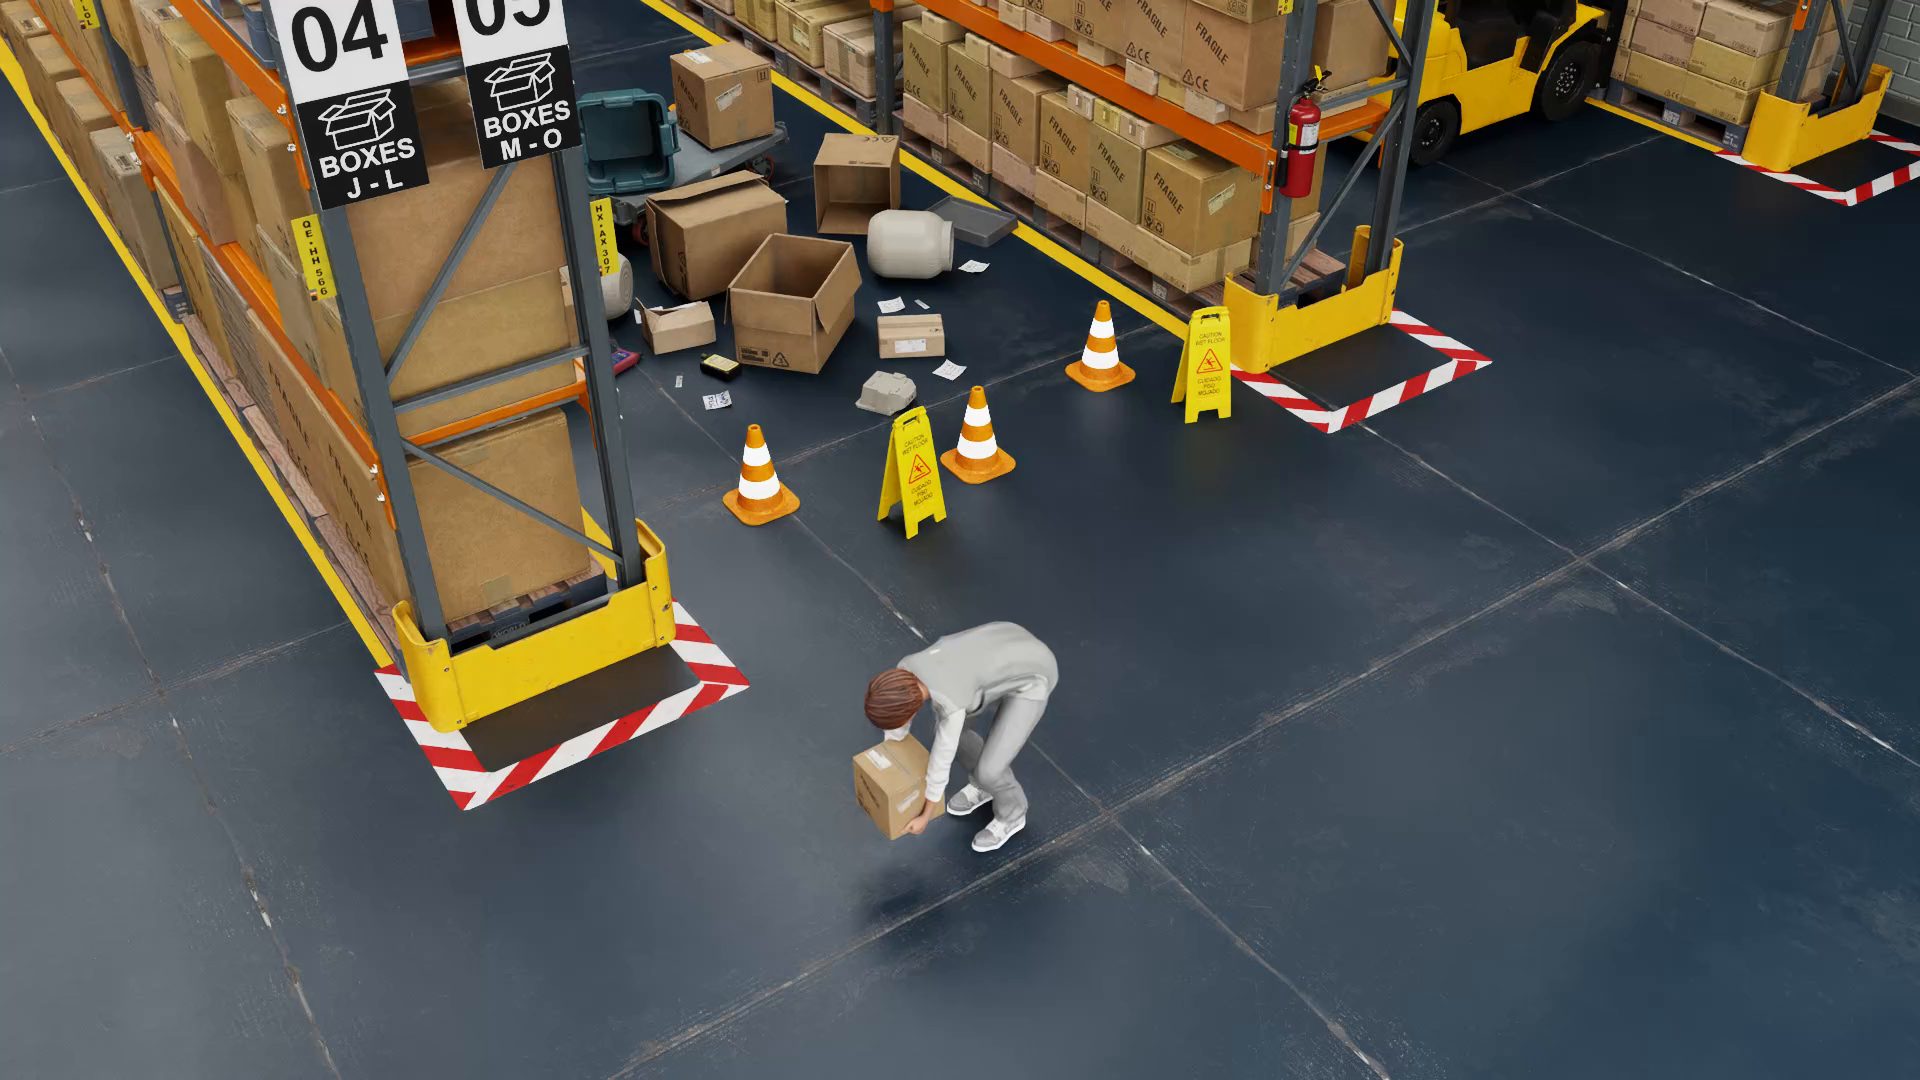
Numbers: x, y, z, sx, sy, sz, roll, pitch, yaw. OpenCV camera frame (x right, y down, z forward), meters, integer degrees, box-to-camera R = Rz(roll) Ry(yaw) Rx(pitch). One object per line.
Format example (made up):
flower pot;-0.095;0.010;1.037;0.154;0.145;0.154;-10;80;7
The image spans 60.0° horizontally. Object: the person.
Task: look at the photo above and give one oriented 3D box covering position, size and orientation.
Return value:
person;-0.004;0.783;6.430;0.855;1.040;0.408;-25;44;-29
